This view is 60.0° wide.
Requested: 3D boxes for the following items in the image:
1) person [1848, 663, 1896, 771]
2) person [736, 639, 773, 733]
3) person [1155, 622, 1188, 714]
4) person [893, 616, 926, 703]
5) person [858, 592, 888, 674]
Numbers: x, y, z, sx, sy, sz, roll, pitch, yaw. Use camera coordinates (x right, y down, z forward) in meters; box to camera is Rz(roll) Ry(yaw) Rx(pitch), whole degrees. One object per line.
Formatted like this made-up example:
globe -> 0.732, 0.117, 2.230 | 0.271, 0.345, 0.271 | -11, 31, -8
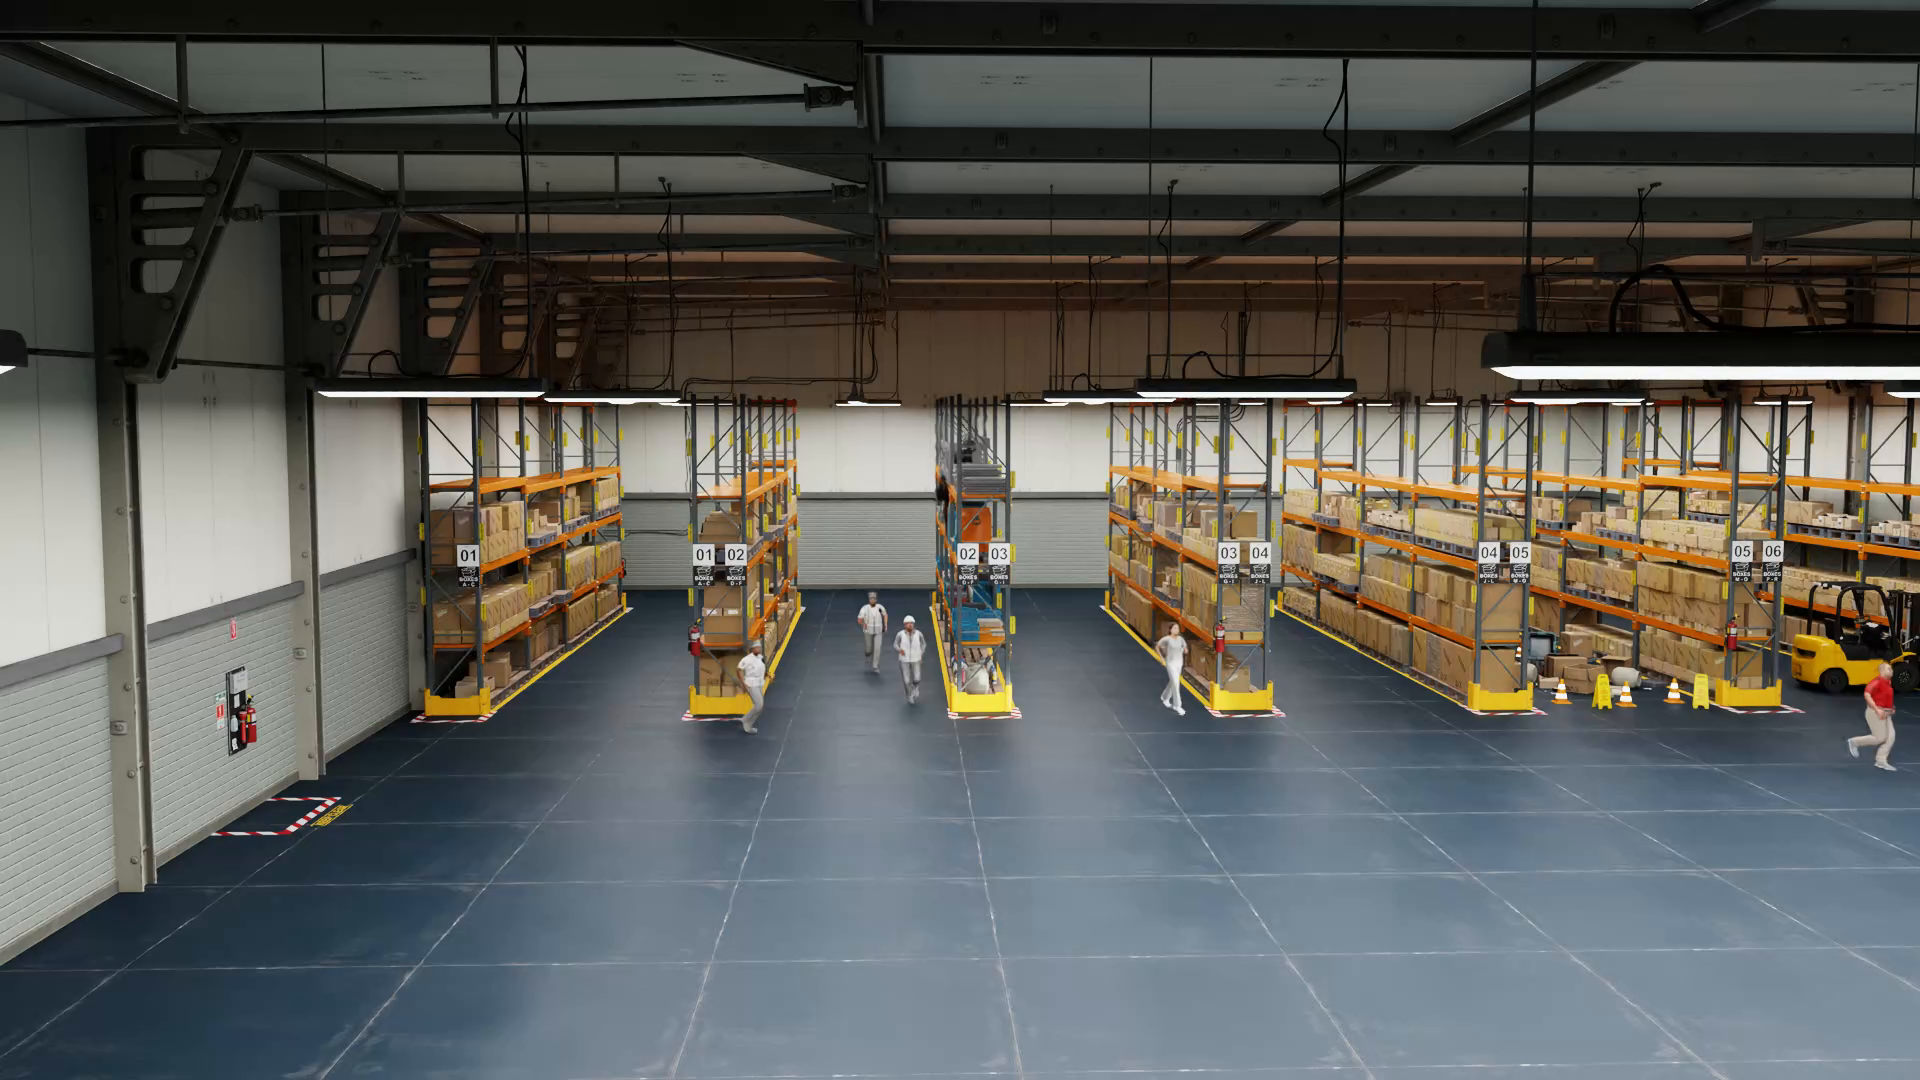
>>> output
person -> 14.673, 2.803, 26.600 | 0.686, 1.697, 0.670 | -4, 6, -43
person -> -3.583, 2.578, 29.354 | 0.573, 1.664, 0.585 | 3, 5, 30
person -> 4.036, 2.391, 31.437 | 0.552, 1.681, 0.900 | -2, 5, -29
person -> -0.963, 2.327, 32.253 | 0.653, 1.716, 0.597 | 0, 5, -5
person -> -1.880, 1.999, 36.286 | 0.678, 1.748, 0.917 | -1, 5, -11
